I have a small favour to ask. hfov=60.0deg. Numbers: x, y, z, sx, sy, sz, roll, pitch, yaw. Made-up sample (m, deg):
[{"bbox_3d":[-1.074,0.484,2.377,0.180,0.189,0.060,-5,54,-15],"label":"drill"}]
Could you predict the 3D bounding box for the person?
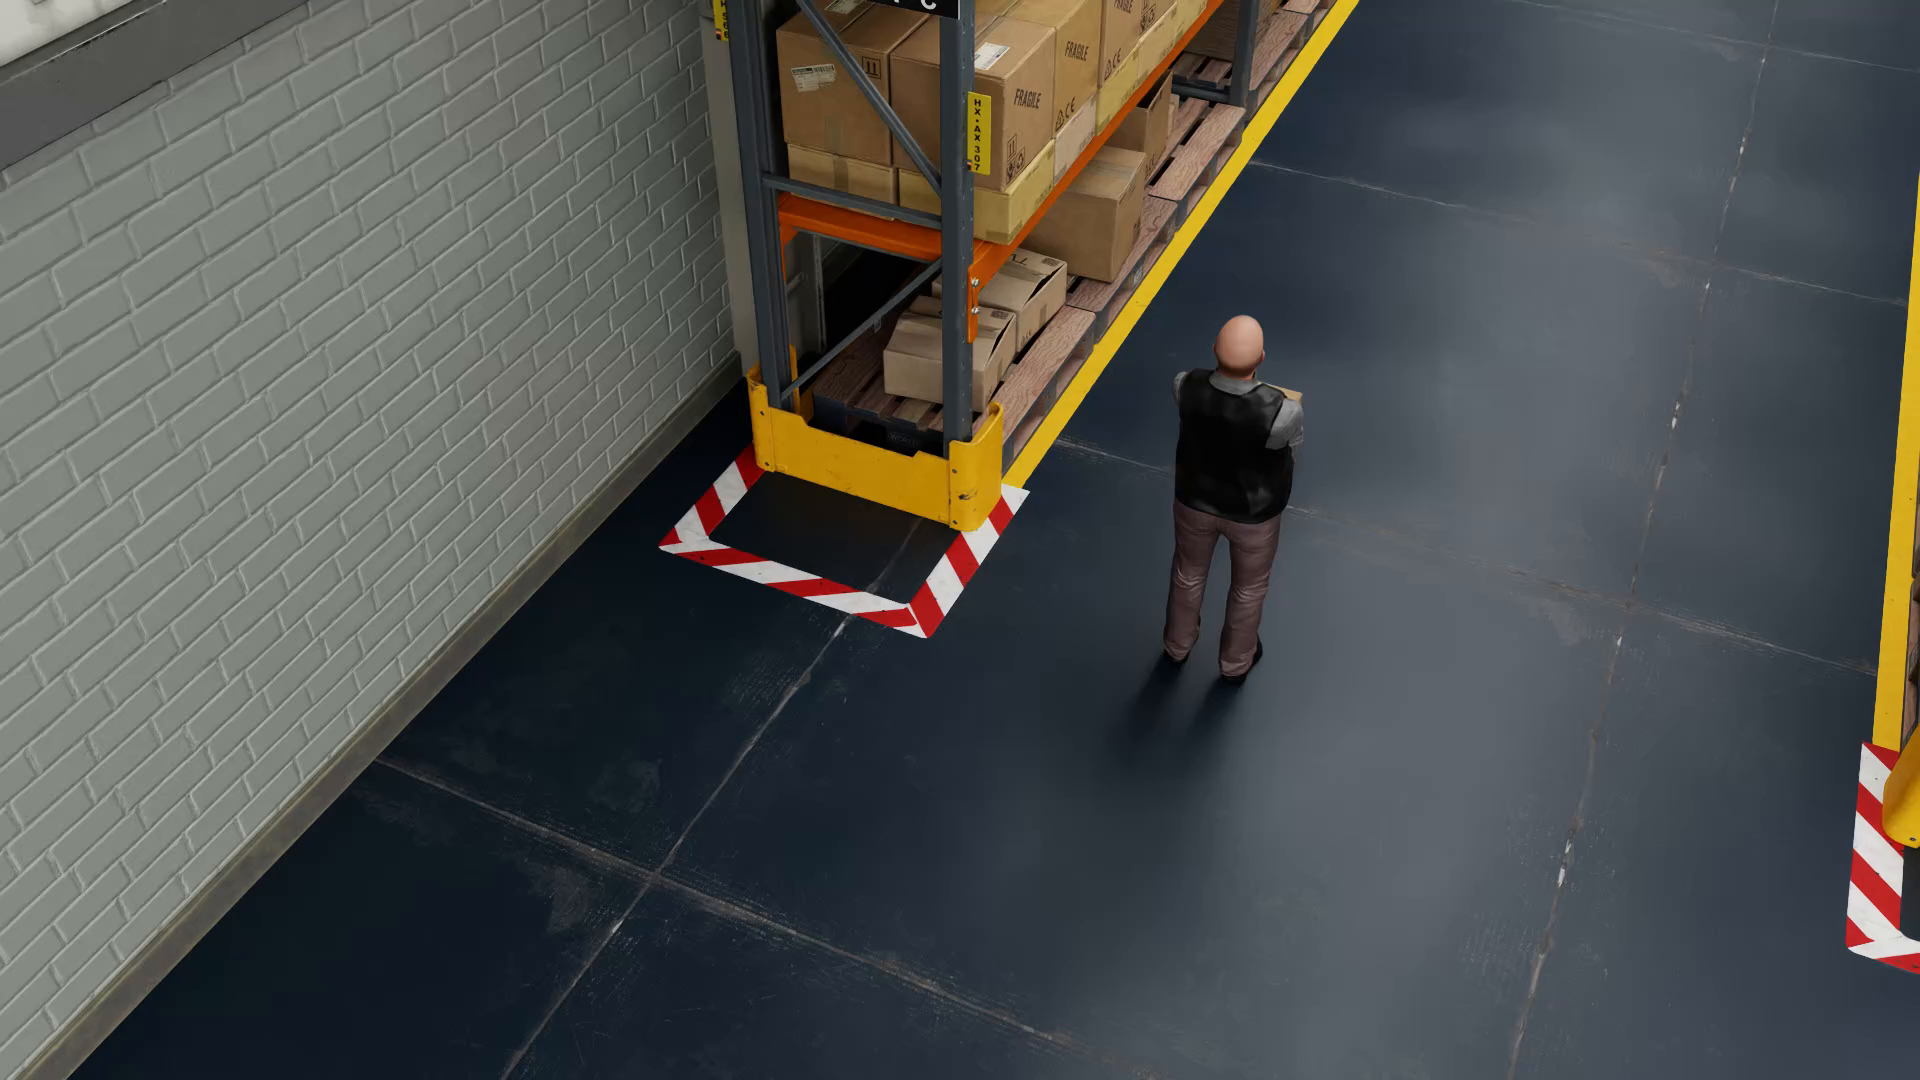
[{"bbox_3d":[1.053,-0.210,6.421,0.494,1.711,0.560,18,45,19],"label":"person"}]
